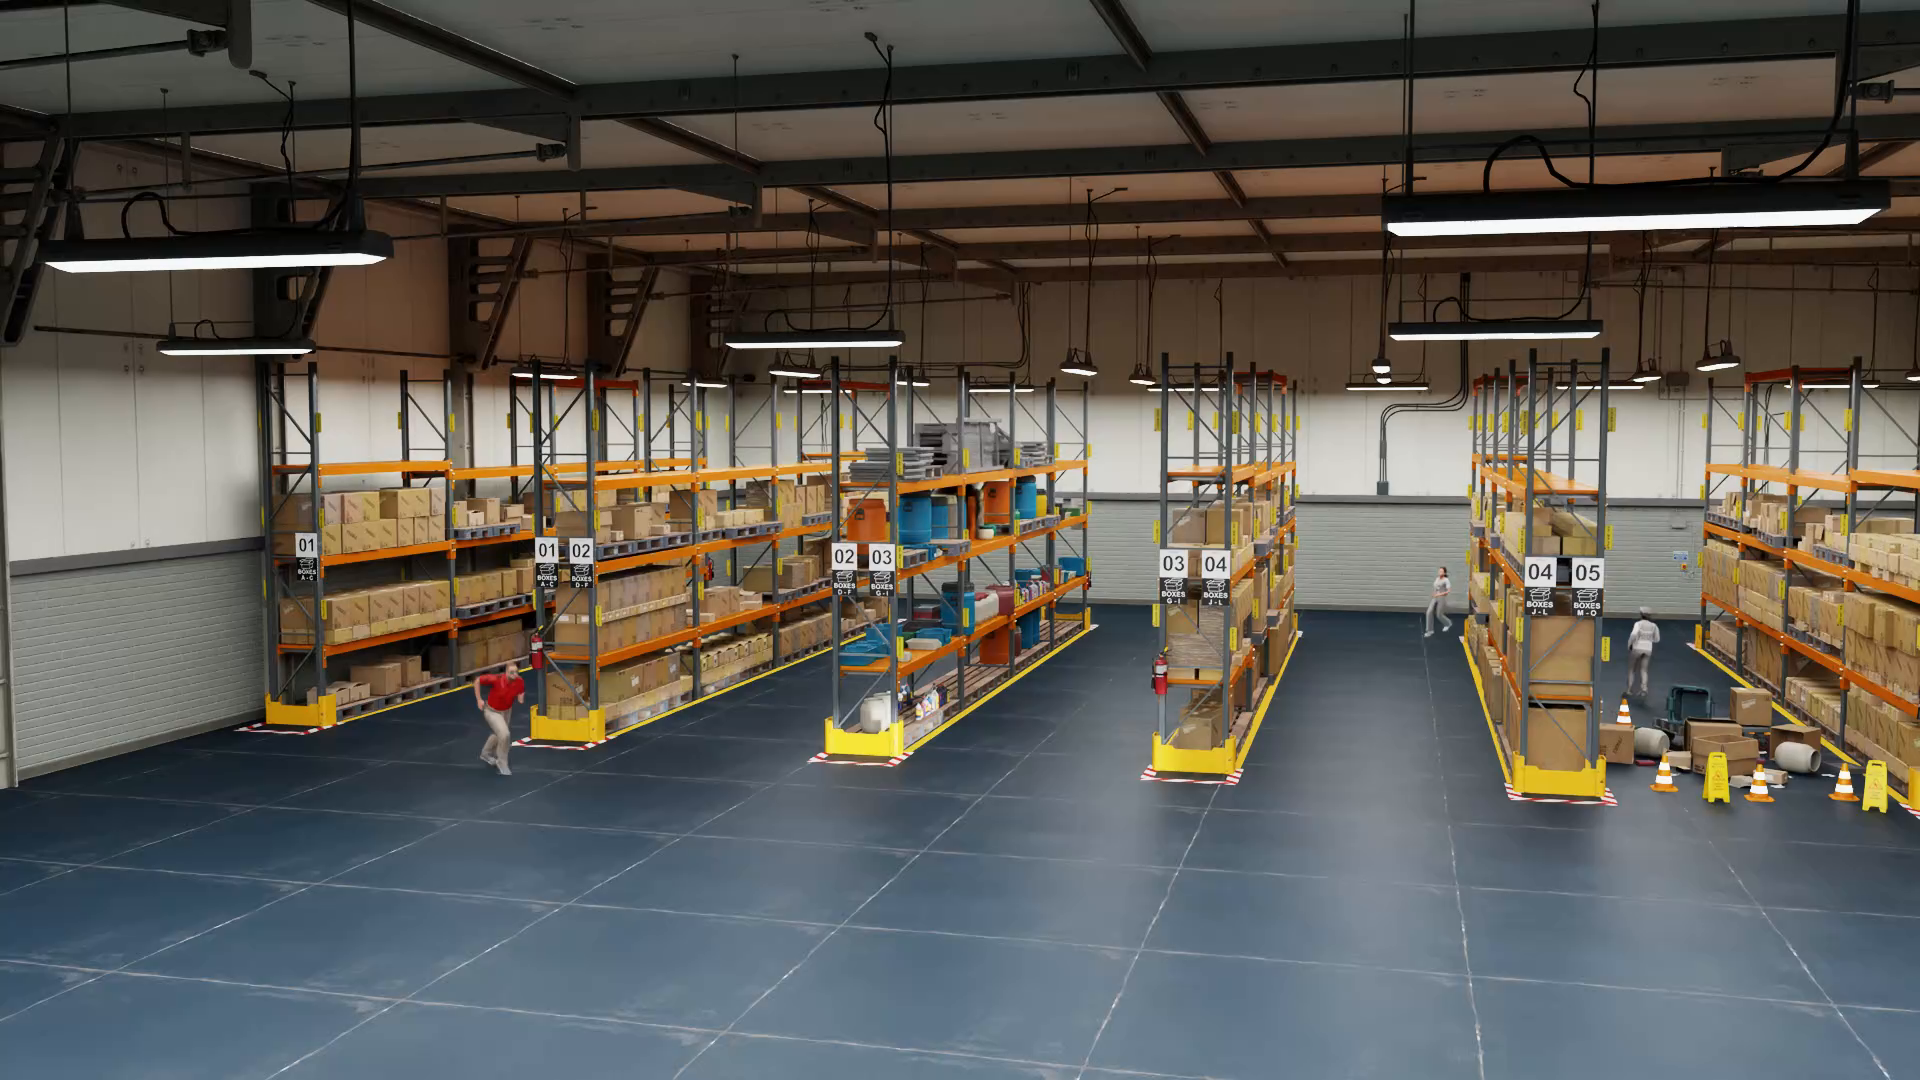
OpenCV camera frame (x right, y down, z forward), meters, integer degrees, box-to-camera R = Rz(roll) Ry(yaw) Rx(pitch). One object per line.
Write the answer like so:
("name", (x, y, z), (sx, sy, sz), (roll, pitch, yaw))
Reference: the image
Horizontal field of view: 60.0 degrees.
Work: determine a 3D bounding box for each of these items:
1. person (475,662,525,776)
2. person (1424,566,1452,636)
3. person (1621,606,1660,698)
("person", (-6.622, 2.556, 23.807), (1.019, 1.687, 0.706), (4, 5, 42))
("person", (11.338, 1.452, 39.113), (0.847, 1.681, 0.600), (-2, 5, -30))
("person", (12.364, 2.049, 30.058), (0.609, 1.695, 0.901), (0, 4, 4))
